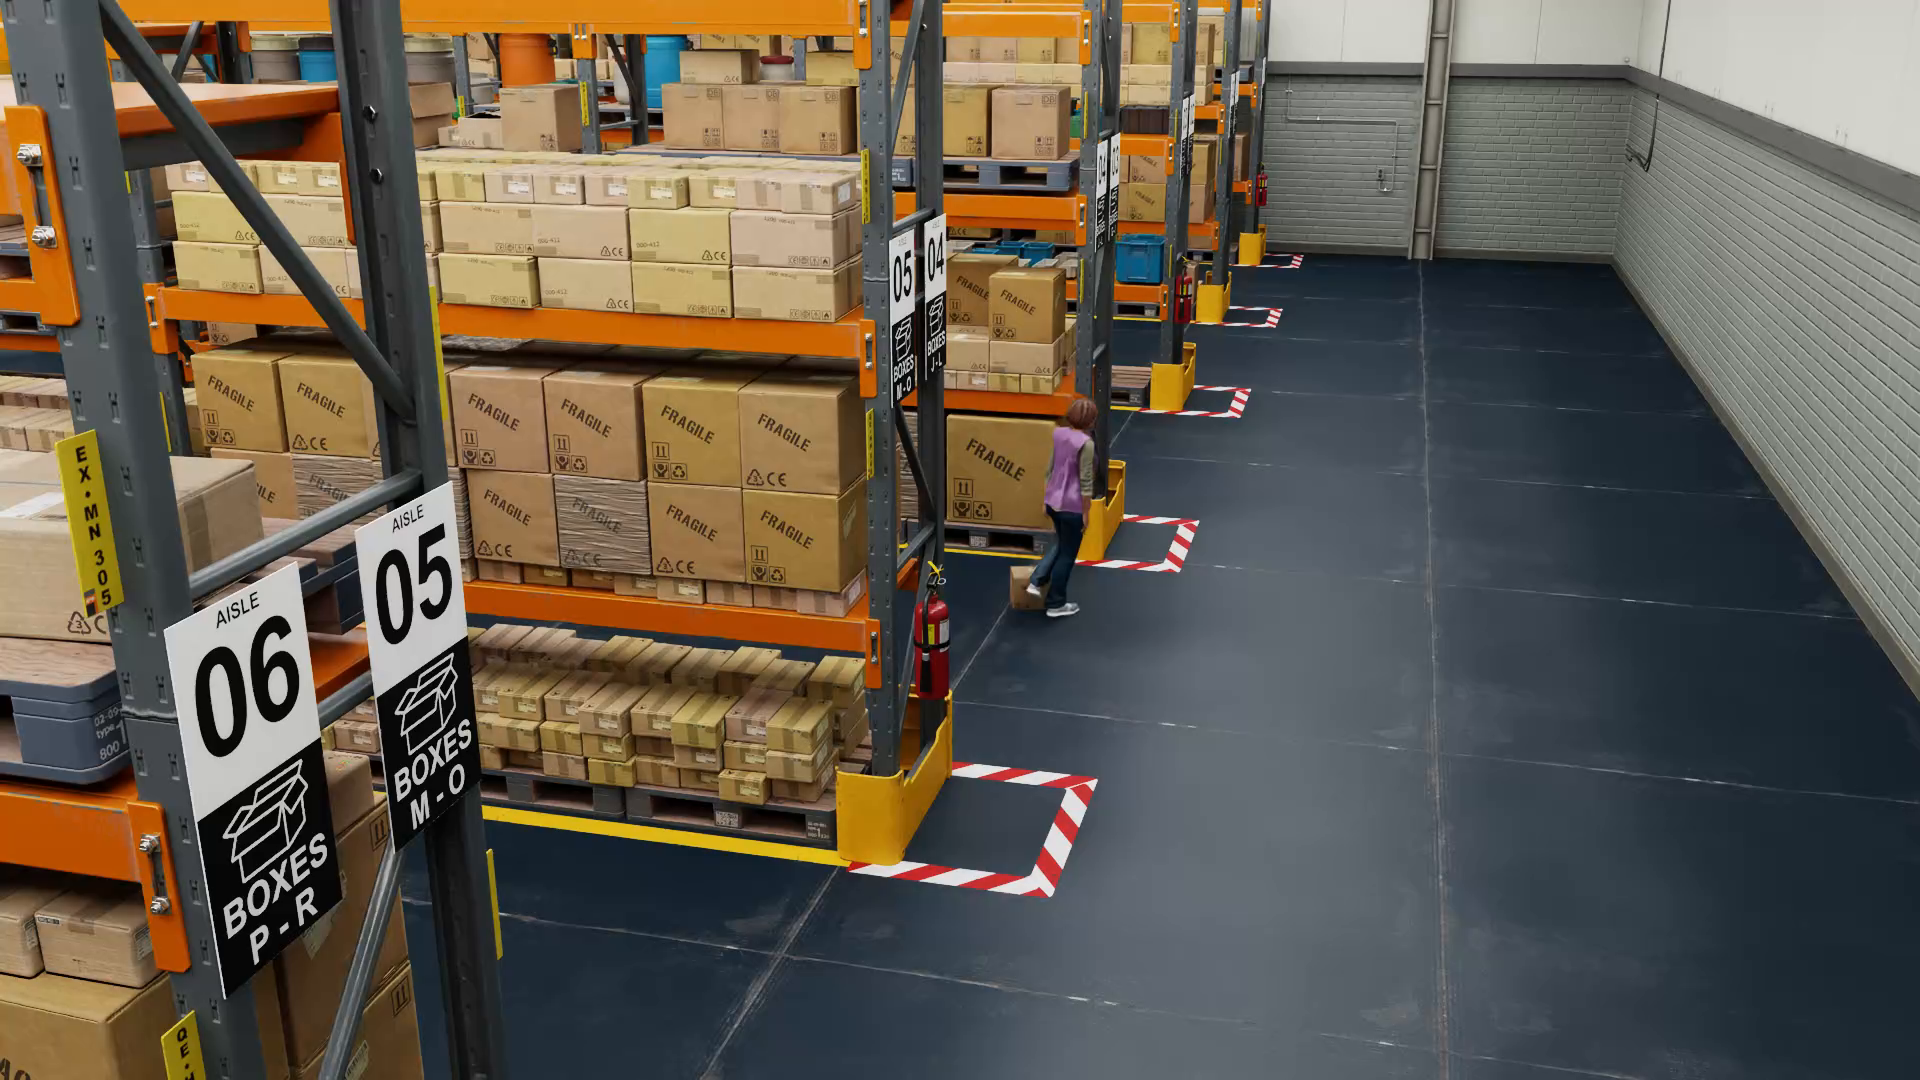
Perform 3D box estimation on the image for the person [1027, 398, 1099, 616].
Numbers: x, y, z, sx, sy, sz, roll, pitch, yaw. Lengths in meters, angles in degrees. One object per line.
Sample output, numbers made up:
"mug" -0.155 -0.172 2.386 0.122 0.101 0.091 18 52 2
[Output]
"person" 0.724 -0.218 11.700 0.463 1.589 0.468 -12 22 -32
